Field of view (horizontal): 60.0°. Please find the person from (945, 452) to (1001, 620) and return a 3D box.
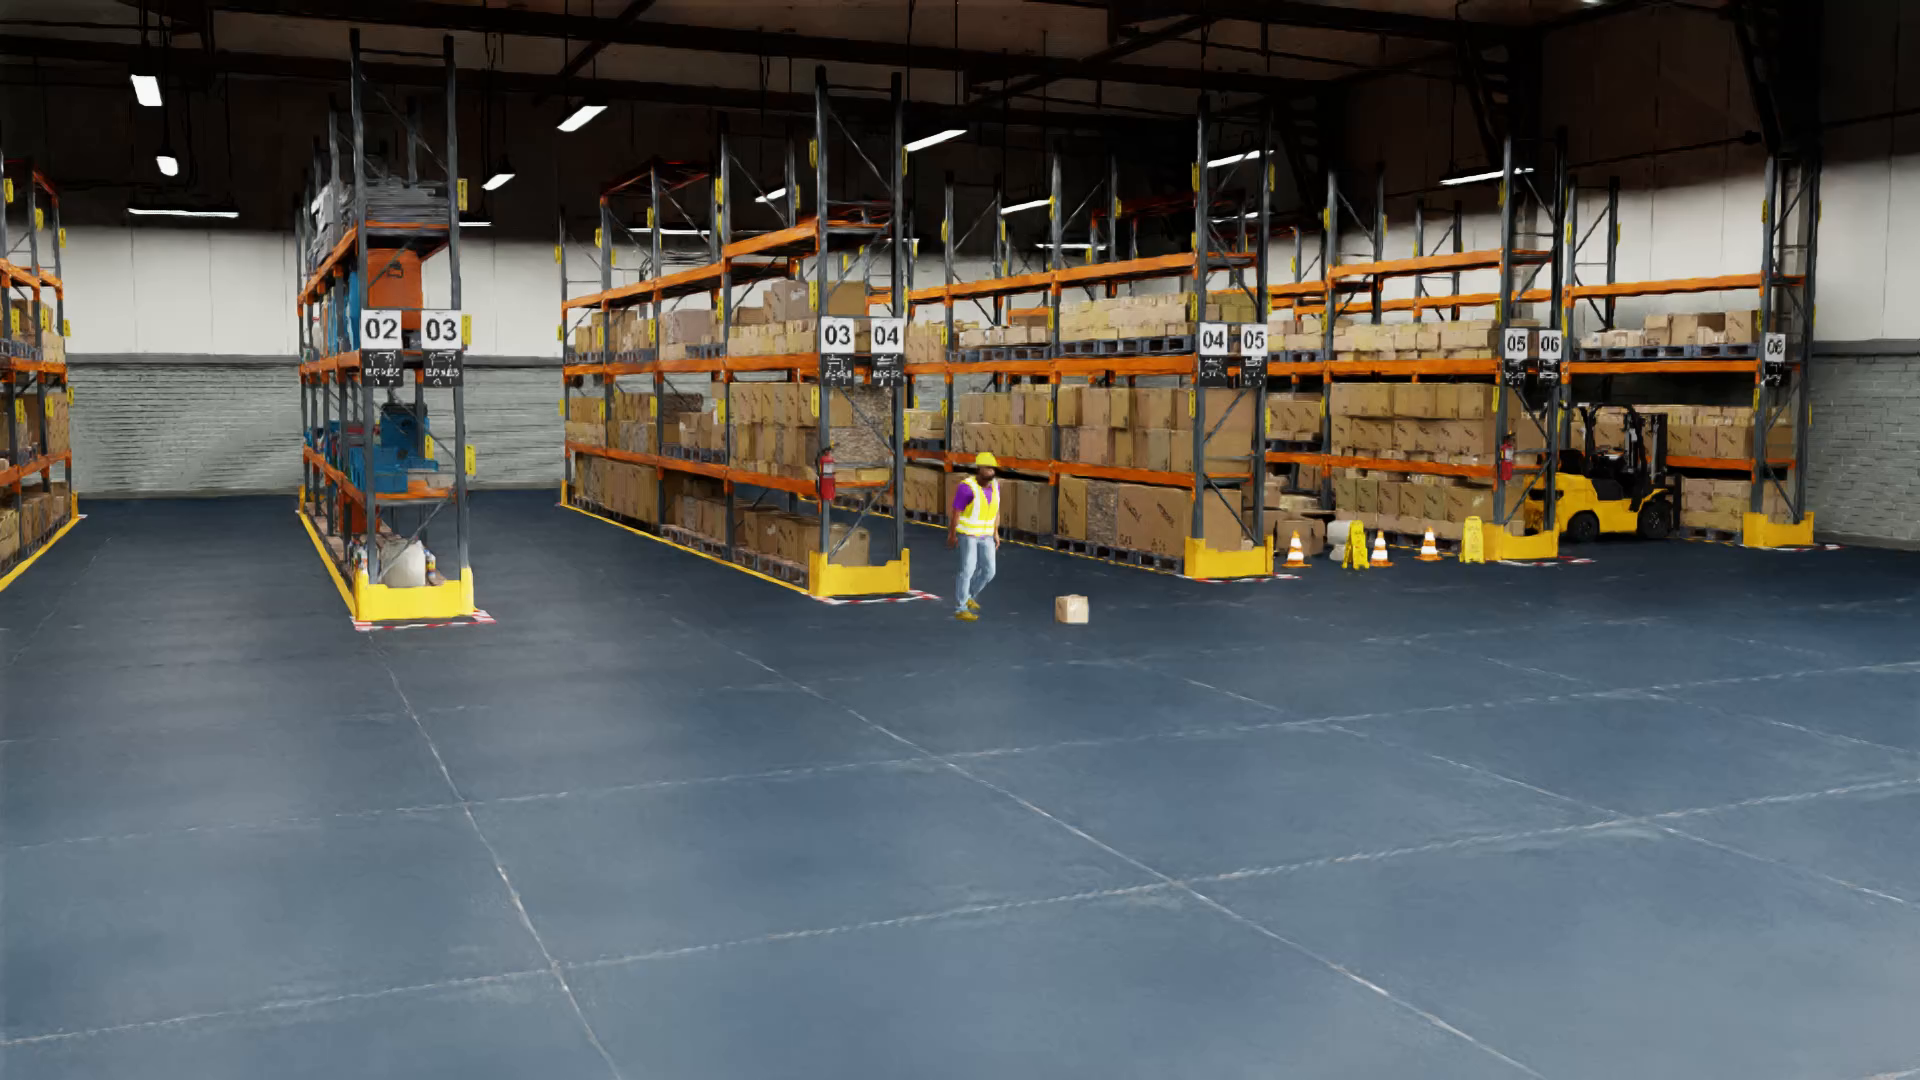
[{"bbox_3d":[0.156,-0.048,17.226,0.577,1.739,0.679,-5,7,-42],"label":"person"}]
